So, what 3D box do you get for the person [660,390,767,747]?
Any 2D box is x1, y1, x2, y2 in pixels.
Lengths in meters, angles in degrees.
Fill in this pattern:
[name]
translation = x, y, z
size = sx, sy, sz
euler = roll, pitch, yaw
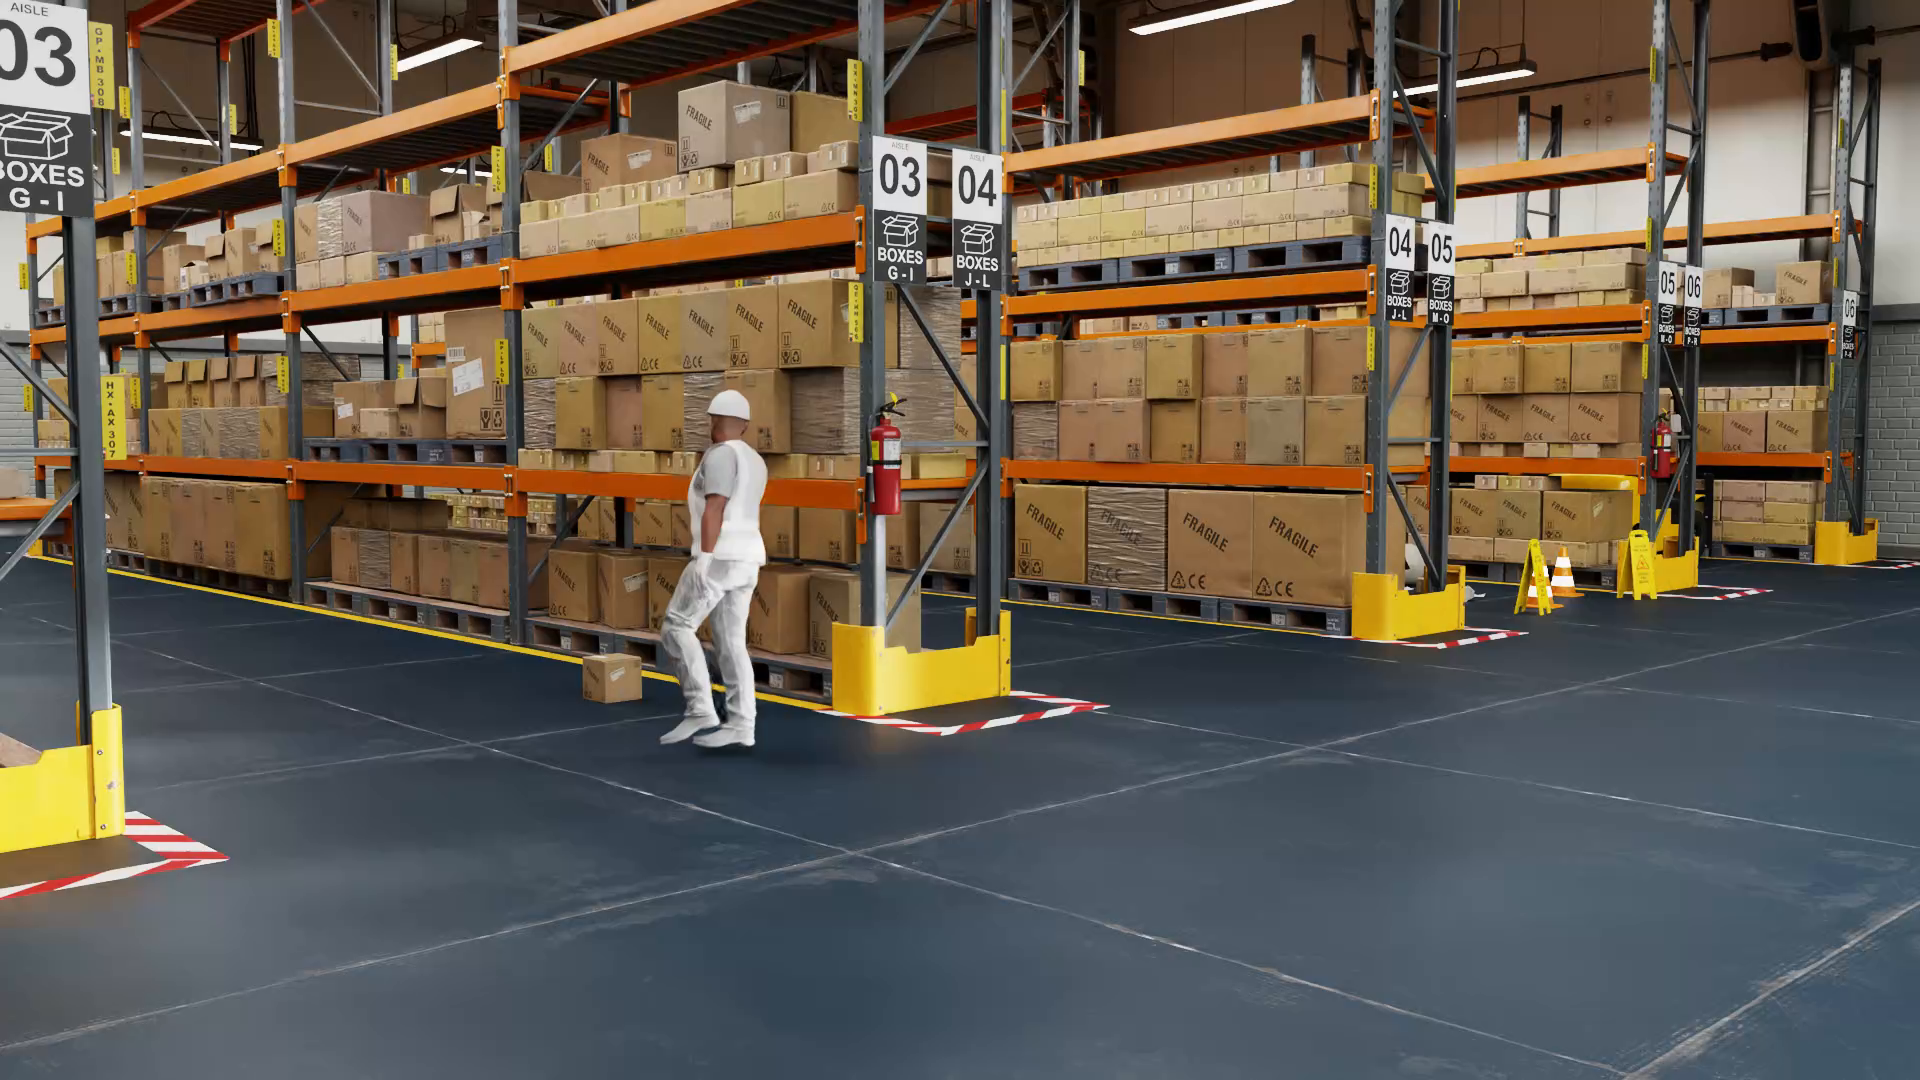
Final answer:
[person]
translation = -1.217, 0.134, 8.314
size = 0.463, 1.770, 0.677
euler = 1, 4, 12
